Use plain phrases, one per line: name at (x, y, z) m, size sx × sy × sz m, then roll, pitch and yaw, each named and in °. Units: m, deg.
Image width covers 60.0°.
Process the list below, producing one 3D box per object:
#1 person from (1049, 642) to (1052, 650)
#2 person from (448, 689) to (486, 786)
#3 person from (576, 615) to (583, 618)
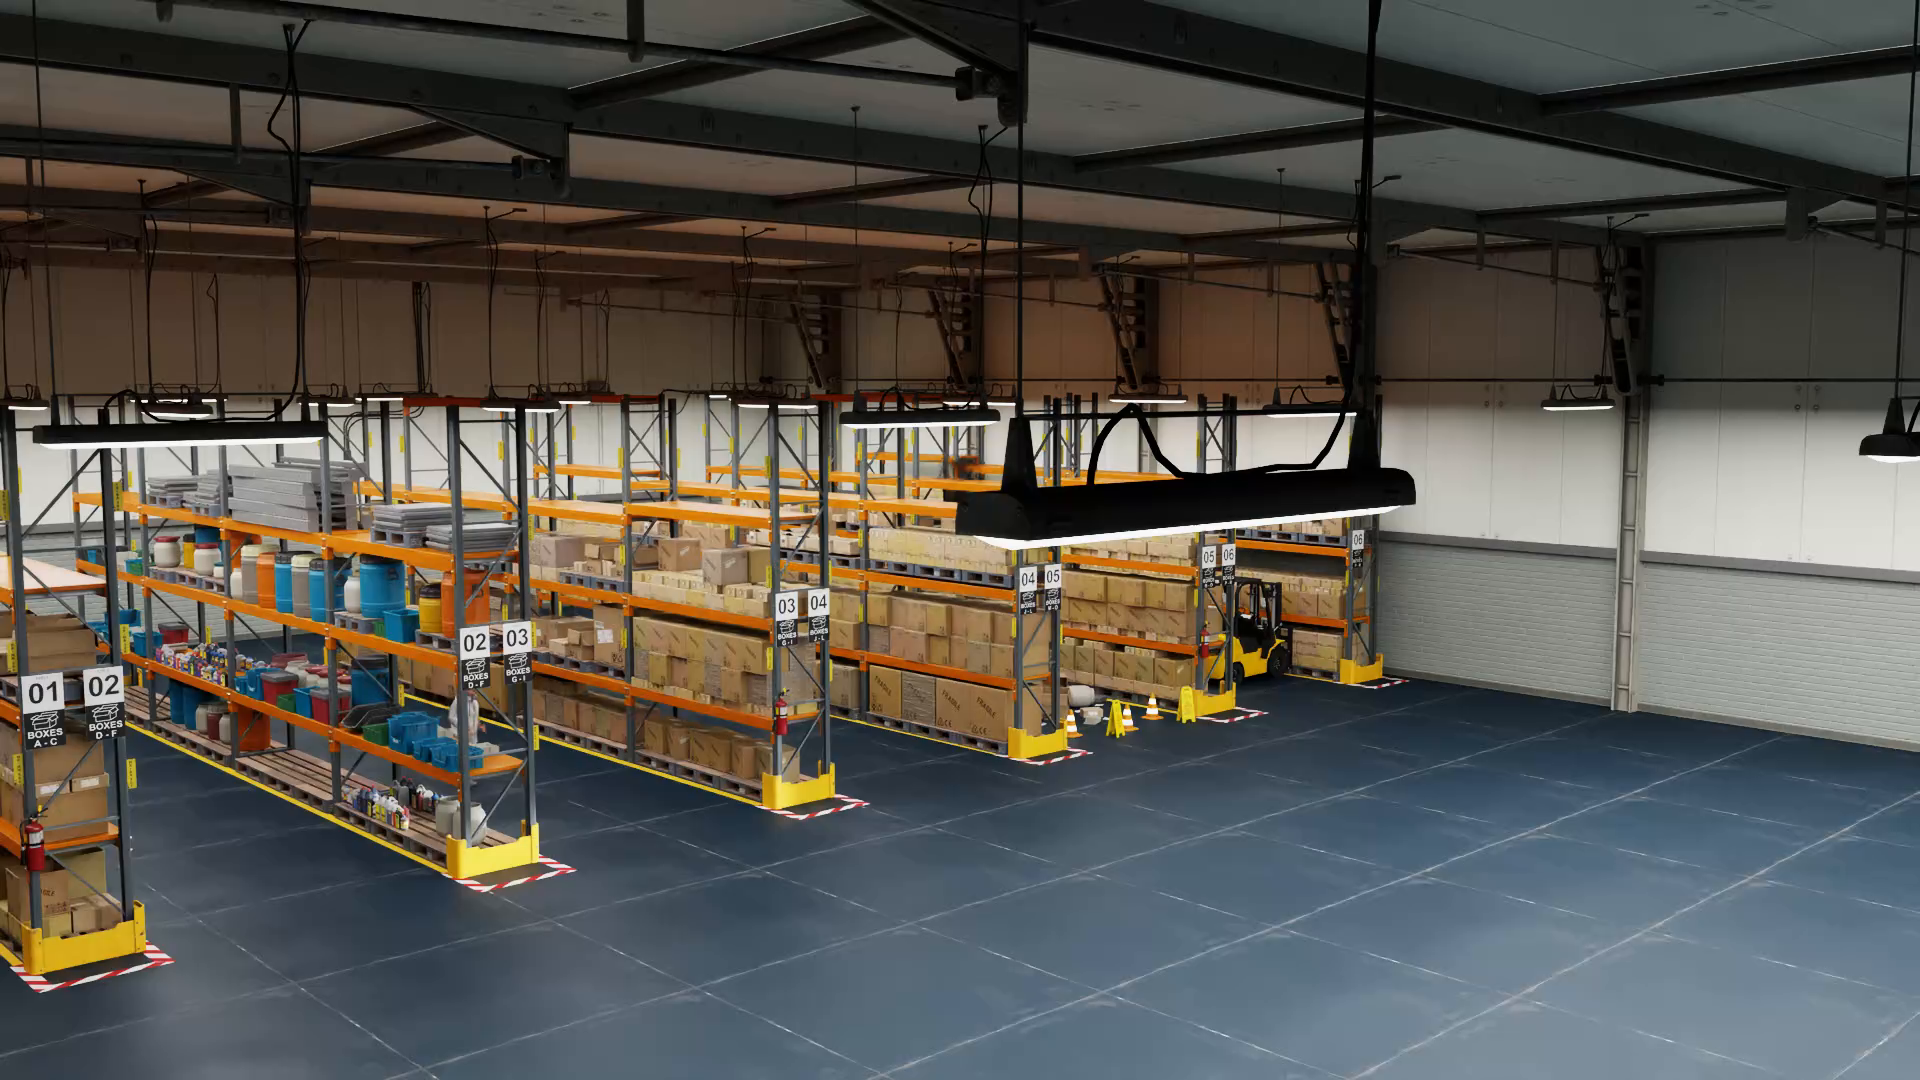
person at (1.760, 1.796, 37.508) m, size 1.000 × 1.764 × 0.657 m, roll 5°, pitch 8°, yaw 44°
person at (-7.780, 2.983, 25.927) m, size 0.628 × 1.708 × 0.659 m, roll 2°, pitch 6°, yaw 21°
person at (-7.864, 2.289, 33.444) m, size 0.892 × 1.618 × 0.678 m, roll 2°, pitch 6°, yaw 22°
